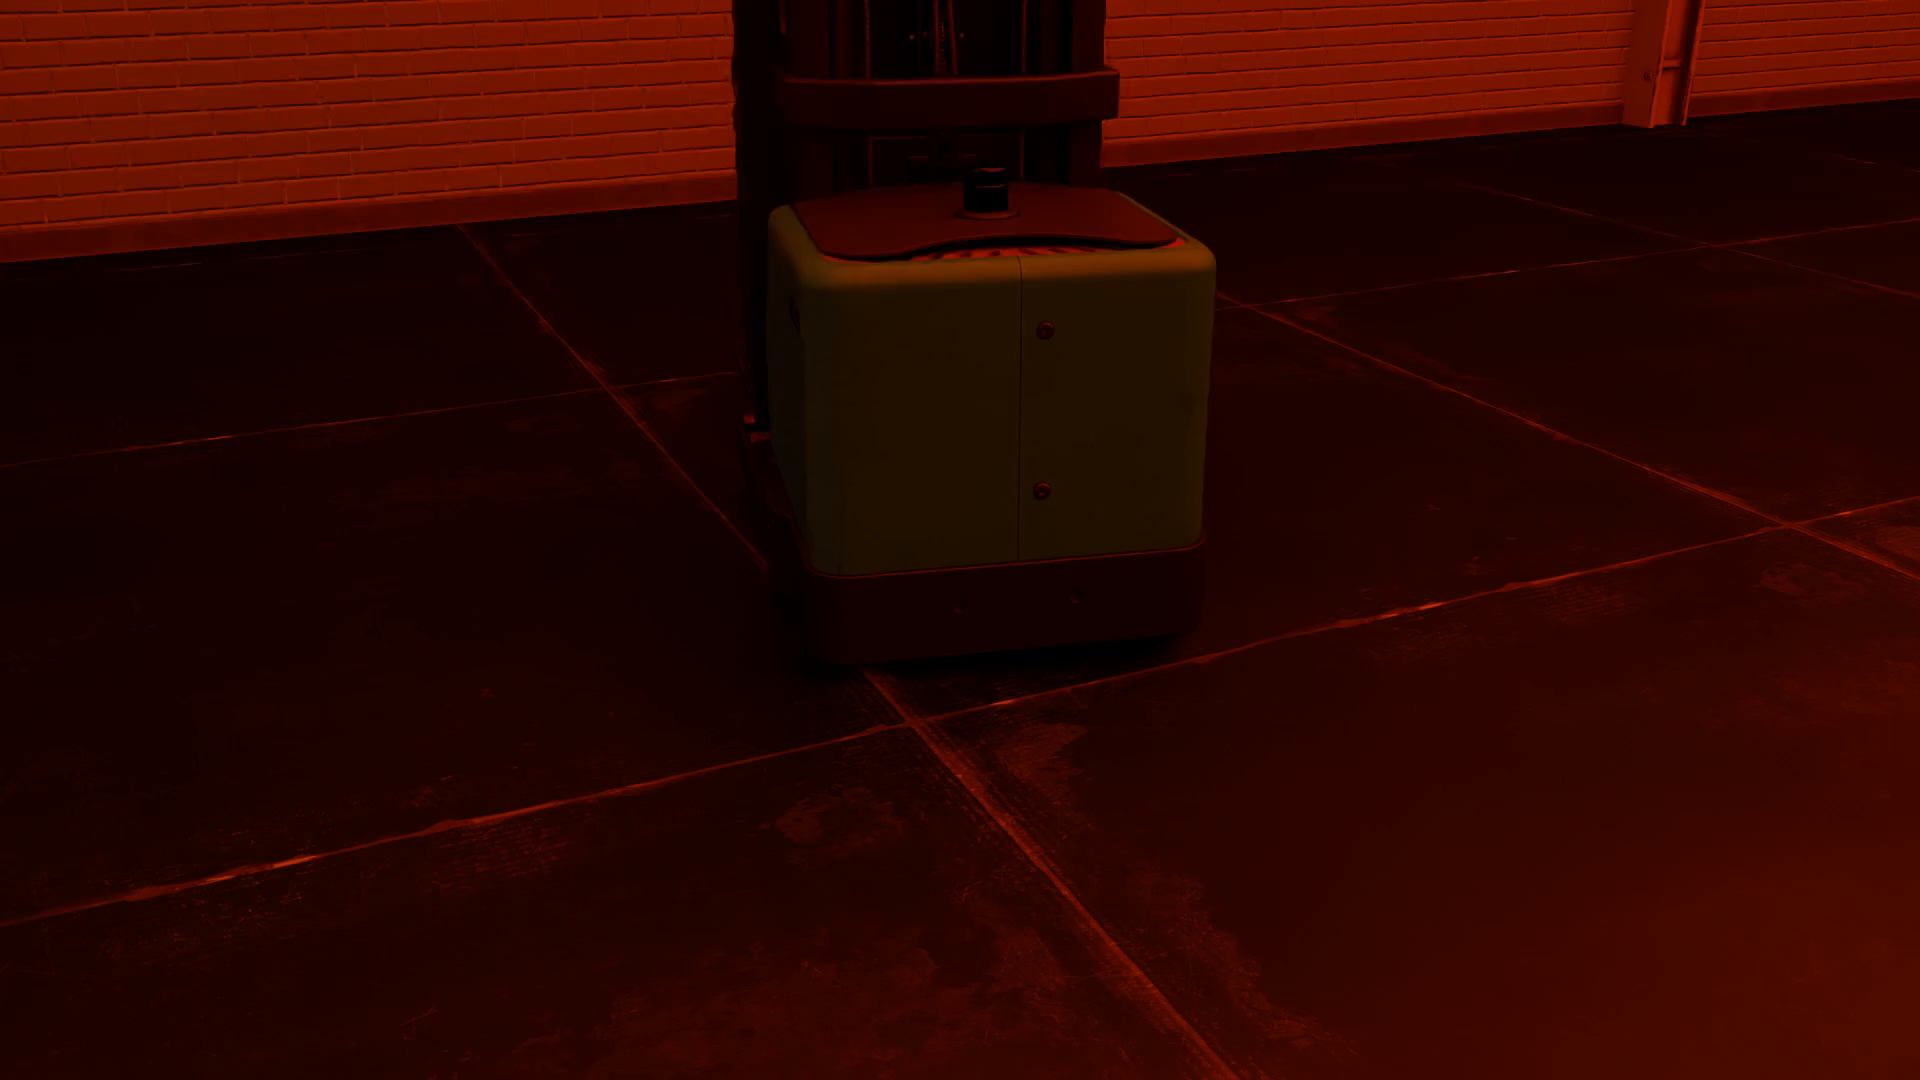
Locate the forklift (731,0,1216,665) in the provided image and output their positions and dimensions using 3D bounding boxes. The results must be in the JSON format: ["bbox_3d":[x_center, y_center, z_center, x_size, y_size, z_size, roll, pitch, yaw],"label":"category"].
[{"bbox_3d":[-0.166,-1.575,5.078,1.130,2.935,3.031,-5,23,-11],"label":"forklift"}]
